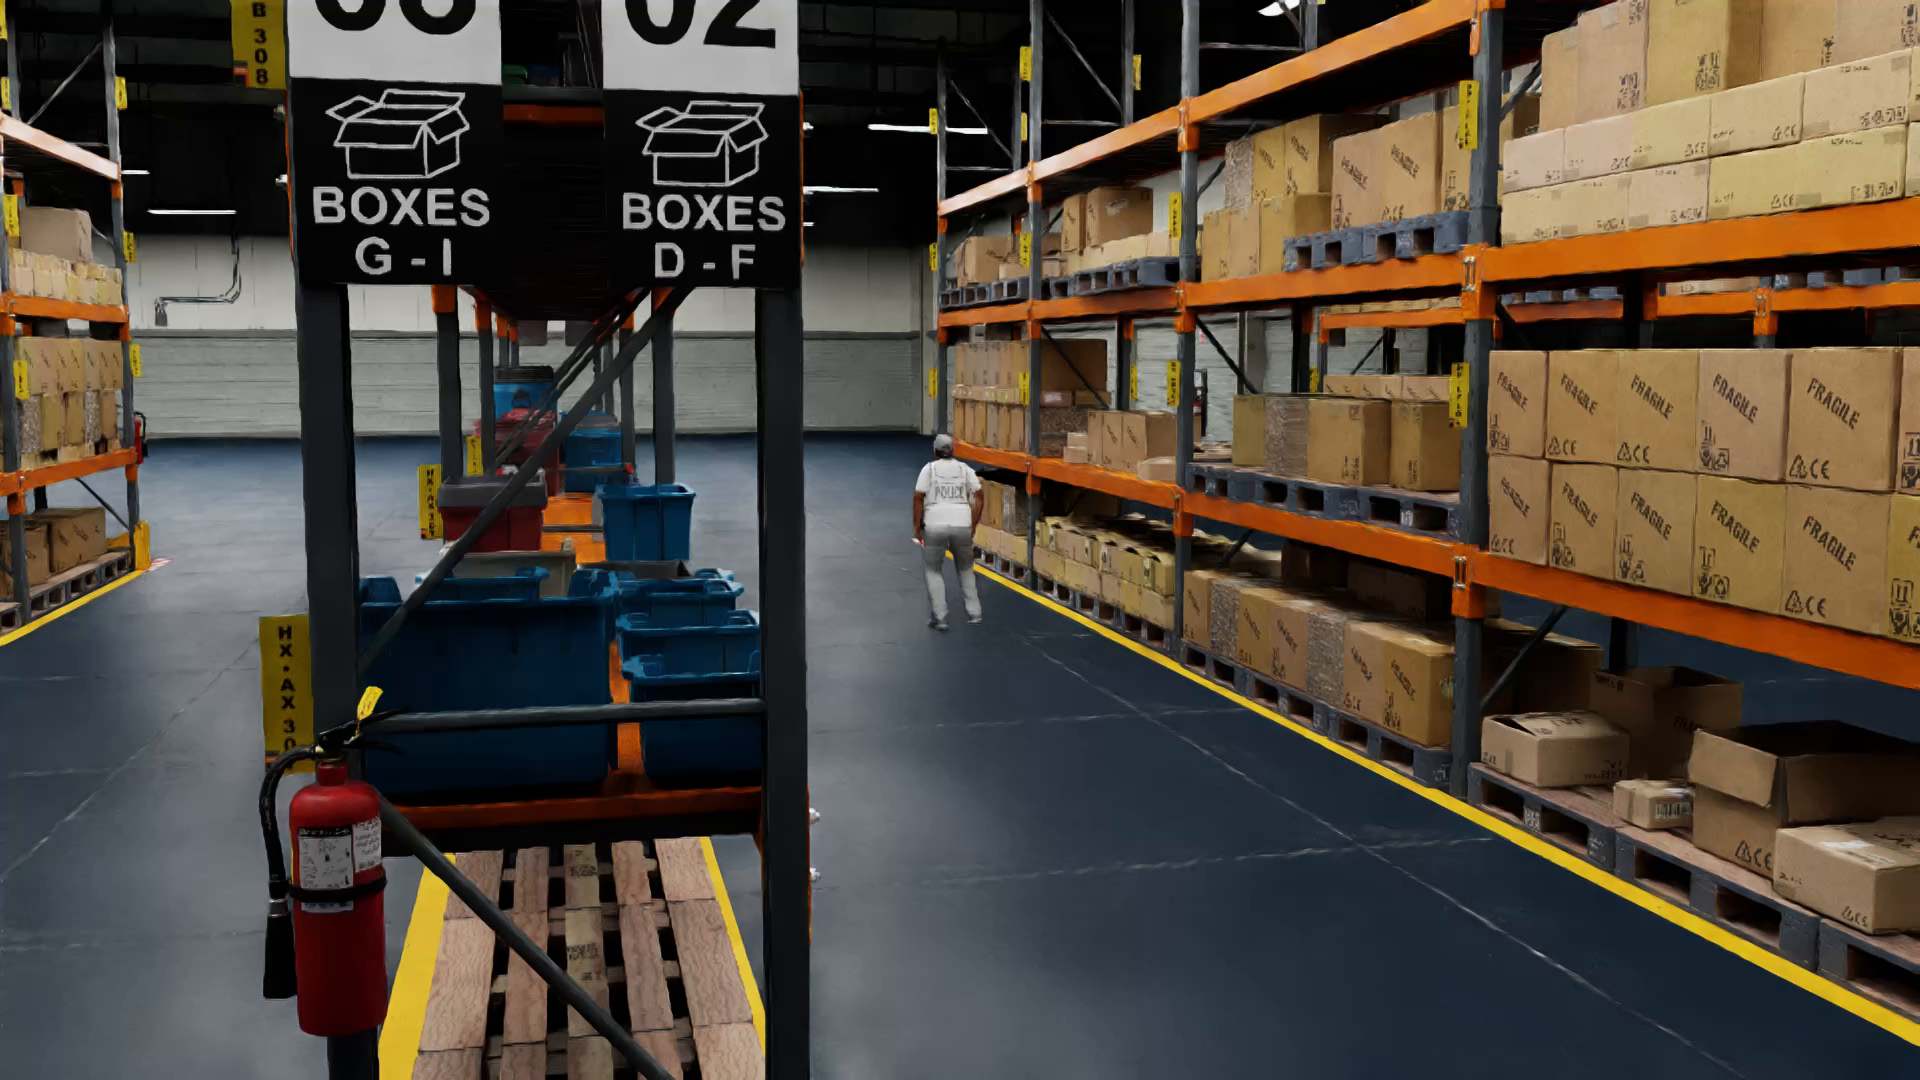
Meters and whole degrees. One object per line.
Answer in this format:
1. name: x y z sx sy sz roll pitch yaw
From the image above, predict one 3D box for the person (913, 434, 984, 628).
1. person: -0.105 -0.088 14.163 0.621 1.619 0.556 -2 6 -15
